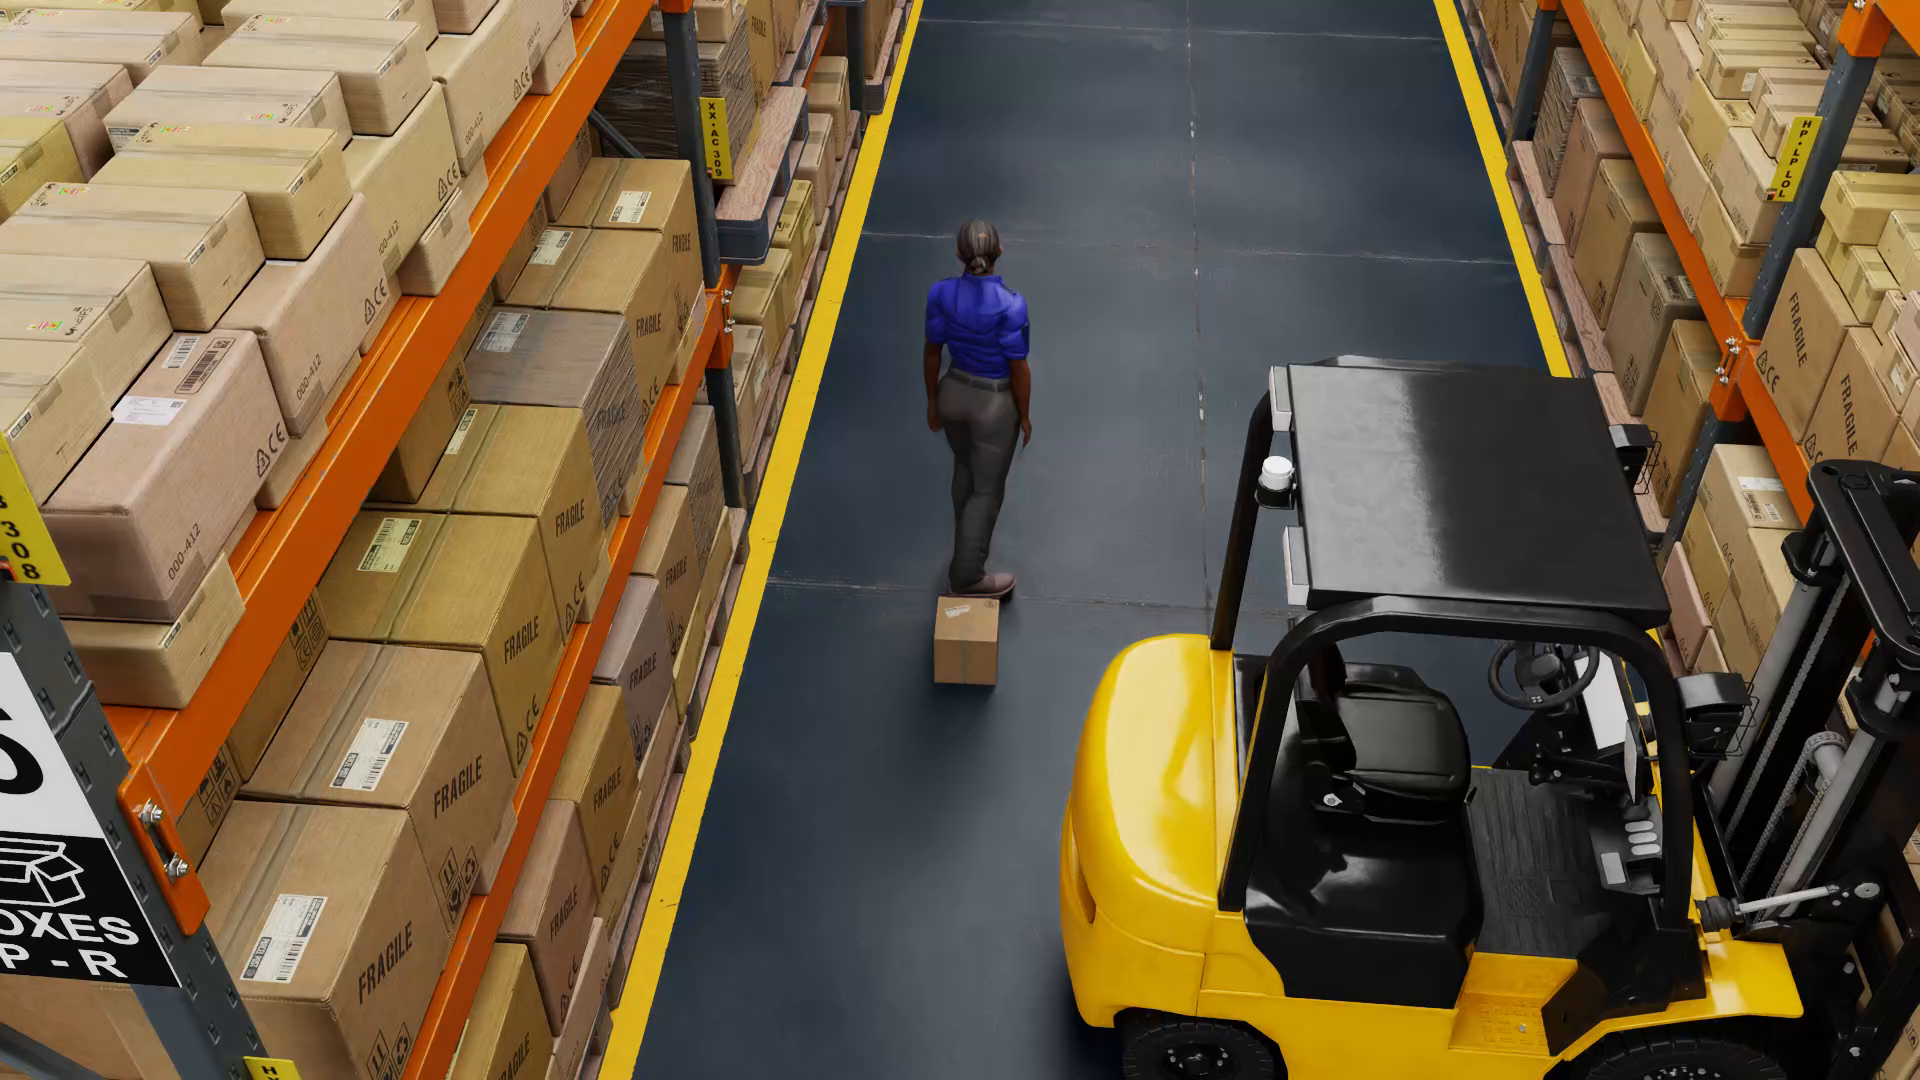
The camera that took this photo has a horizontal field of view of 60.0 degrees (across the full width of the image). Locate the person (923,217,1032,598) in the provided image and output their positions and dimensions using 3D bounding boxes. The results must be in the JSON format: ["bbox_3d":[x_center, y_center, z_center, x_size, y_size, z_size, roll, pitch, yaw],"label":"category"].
[{"bbox_3d":[0.062,-0.520,6.776,0.492,1.647,0.555,21,45,23],"label":"person"}]
